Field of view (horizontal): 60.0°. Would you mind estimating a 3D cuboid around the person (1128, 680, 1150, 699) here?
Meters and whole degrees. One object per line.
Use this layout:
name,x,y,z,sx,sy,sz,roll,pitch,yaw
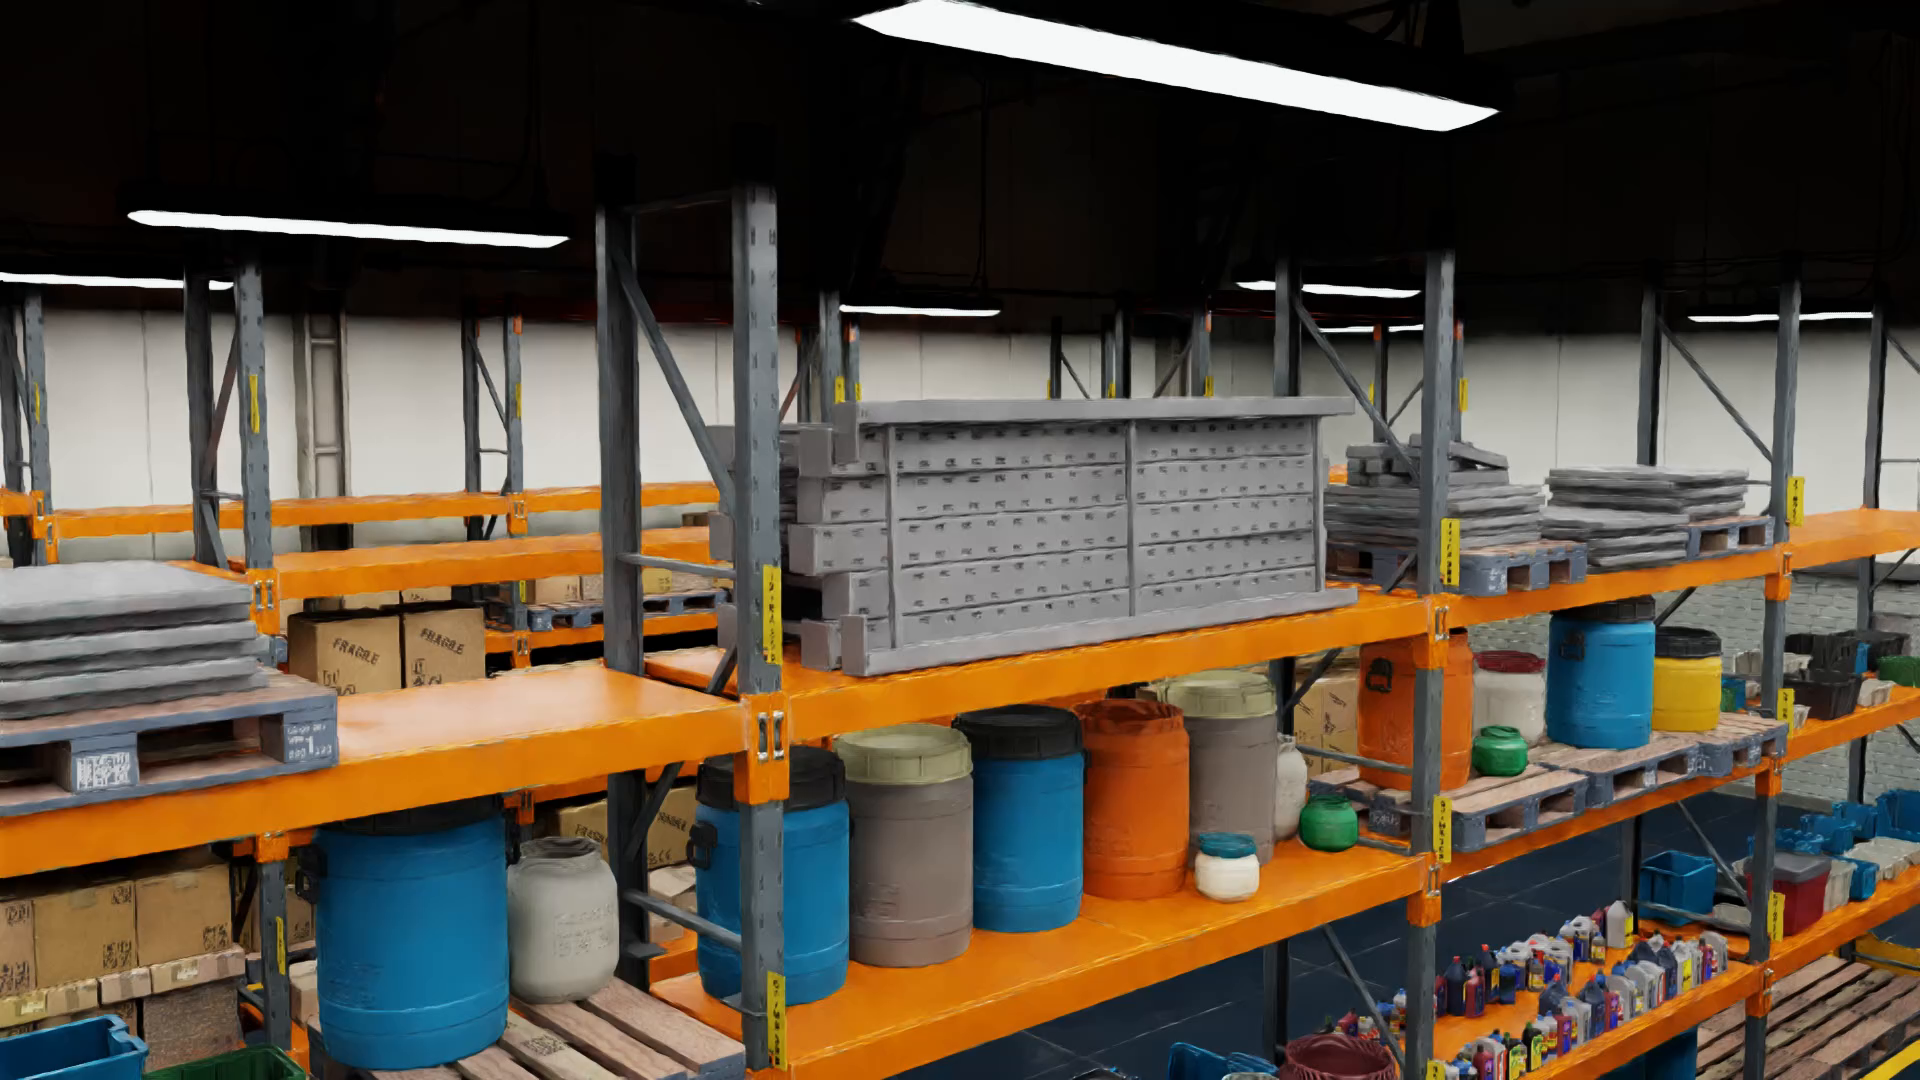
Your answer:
person,2.258,2.193,22.383,0.690,1.723,0.441,-1,6,-10
